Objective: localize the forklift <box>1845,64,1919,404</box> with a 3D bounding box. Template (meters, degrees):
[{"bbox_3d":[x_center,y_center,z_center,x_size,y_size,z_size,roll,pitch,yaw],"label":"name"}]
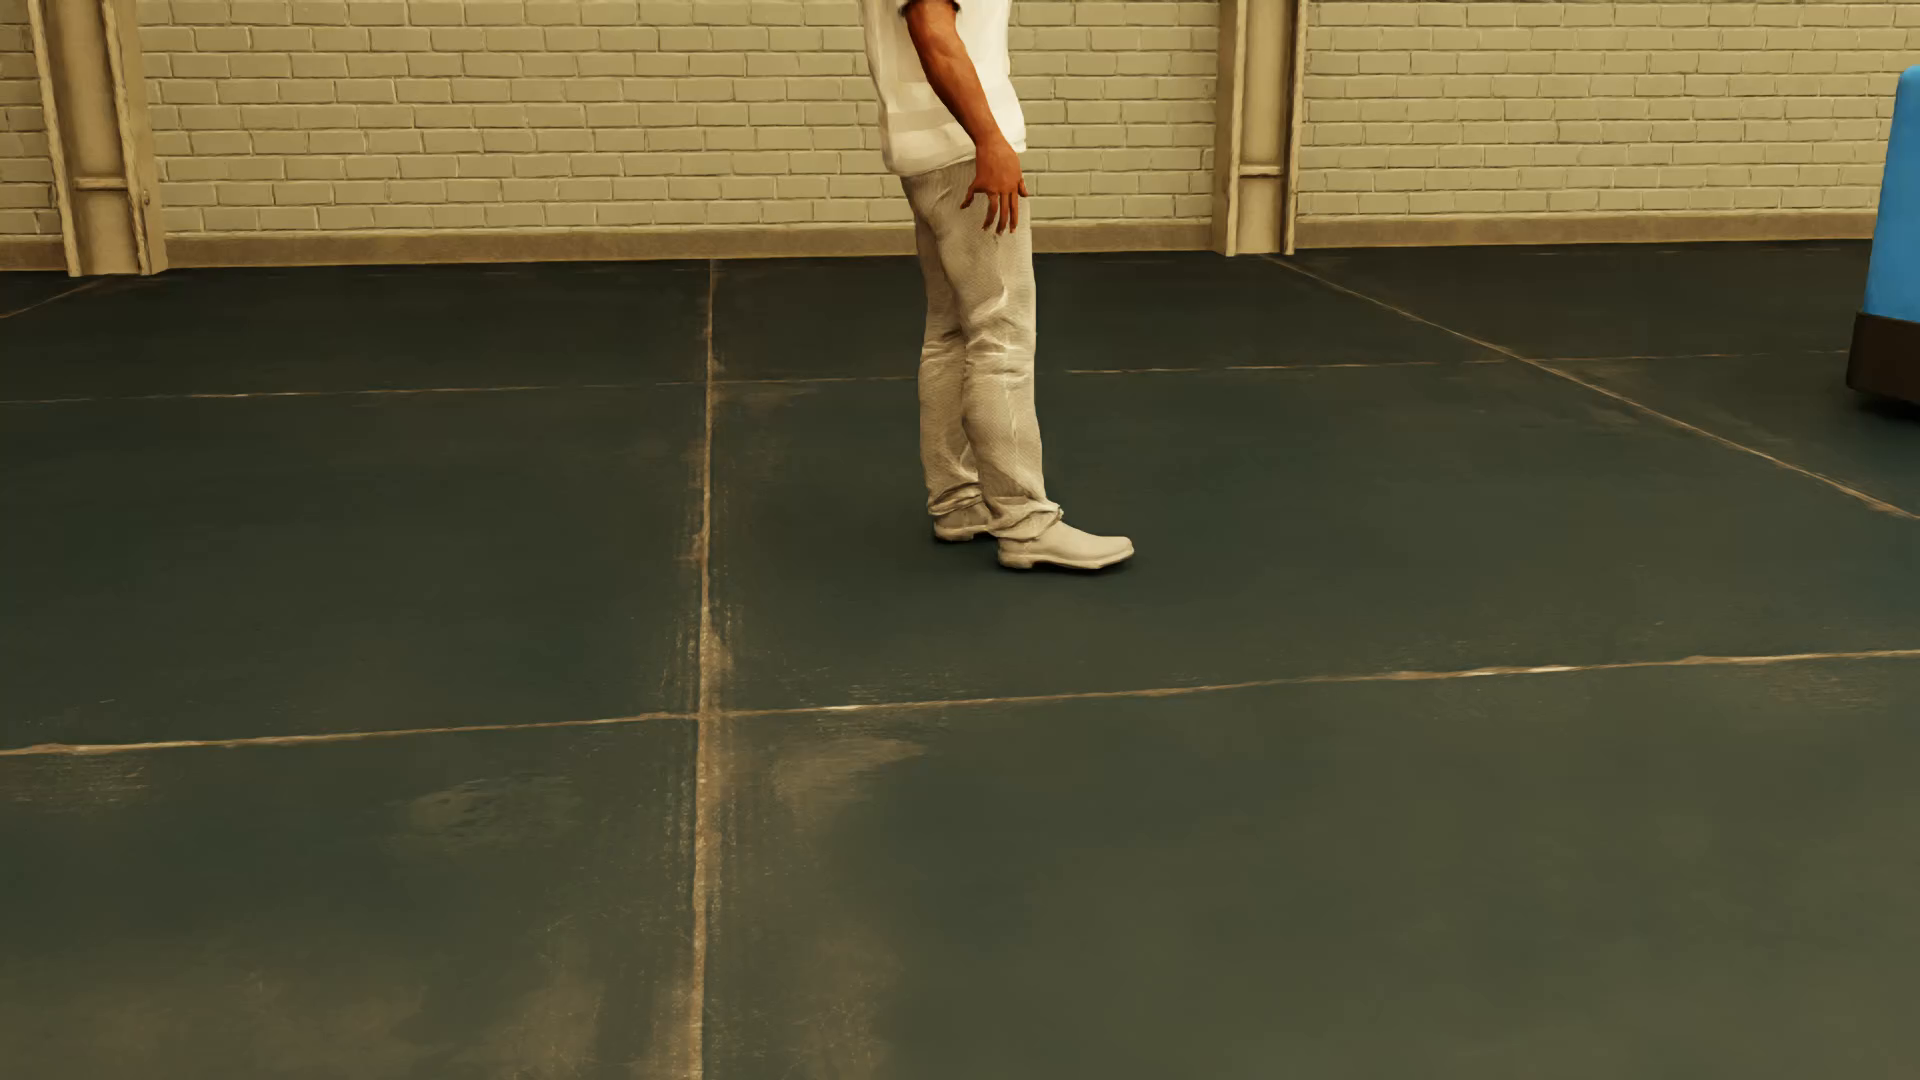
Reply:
[{"bbox_3d":[4.427,-1.851,5.030,3.031,2.935,1.130,-6,18,-19],"label":"forklift"}]

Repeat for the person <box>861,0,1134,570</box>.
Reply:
[{"bbox_3d":[0.069,-0.854,3.712,0.577,1.765,0.665,-2,17,-8],"label":"person"}]
